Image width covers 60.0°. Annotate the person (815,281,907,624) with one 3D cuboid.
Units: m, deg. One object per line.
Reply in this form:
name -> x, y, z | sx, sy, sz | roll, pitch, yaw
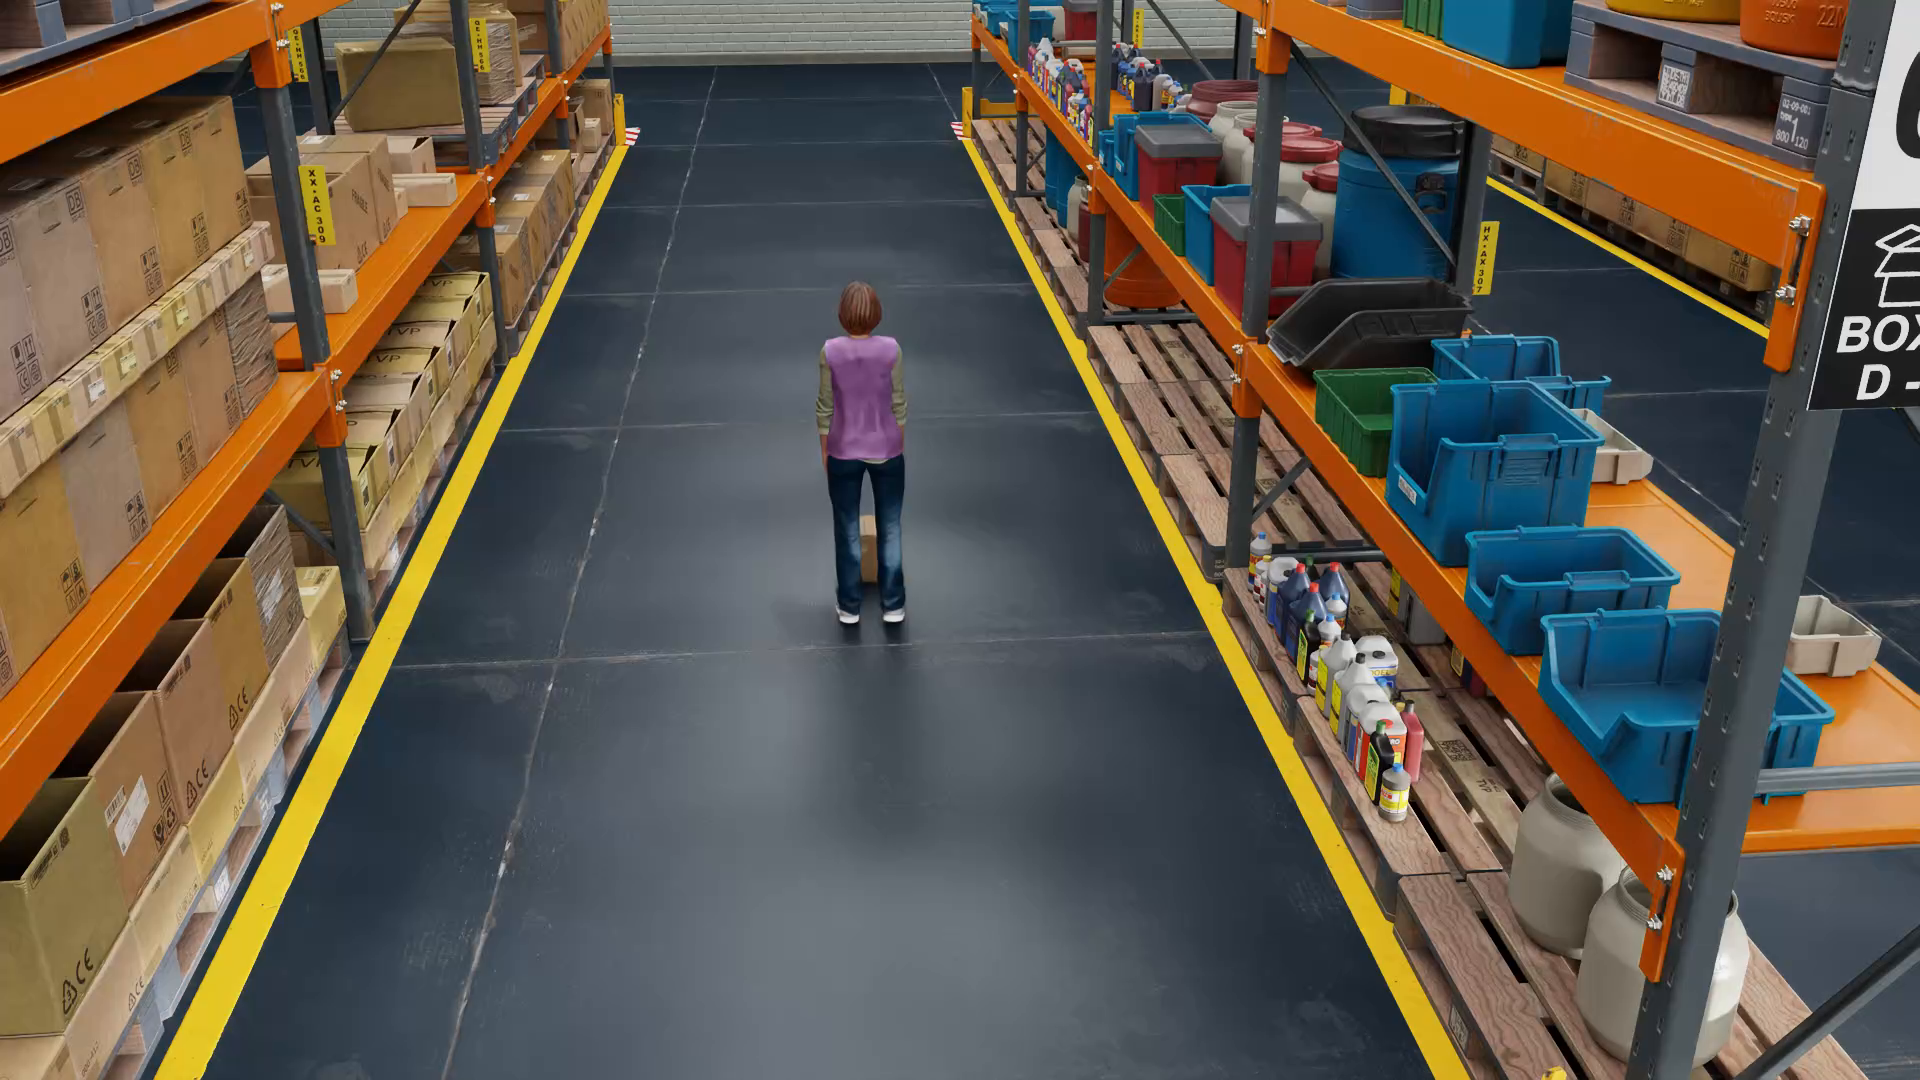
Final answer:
person -> -0.439, -0.319, 7.488 | 0.407, 1.516, 0.316 | -2, 24, -4
